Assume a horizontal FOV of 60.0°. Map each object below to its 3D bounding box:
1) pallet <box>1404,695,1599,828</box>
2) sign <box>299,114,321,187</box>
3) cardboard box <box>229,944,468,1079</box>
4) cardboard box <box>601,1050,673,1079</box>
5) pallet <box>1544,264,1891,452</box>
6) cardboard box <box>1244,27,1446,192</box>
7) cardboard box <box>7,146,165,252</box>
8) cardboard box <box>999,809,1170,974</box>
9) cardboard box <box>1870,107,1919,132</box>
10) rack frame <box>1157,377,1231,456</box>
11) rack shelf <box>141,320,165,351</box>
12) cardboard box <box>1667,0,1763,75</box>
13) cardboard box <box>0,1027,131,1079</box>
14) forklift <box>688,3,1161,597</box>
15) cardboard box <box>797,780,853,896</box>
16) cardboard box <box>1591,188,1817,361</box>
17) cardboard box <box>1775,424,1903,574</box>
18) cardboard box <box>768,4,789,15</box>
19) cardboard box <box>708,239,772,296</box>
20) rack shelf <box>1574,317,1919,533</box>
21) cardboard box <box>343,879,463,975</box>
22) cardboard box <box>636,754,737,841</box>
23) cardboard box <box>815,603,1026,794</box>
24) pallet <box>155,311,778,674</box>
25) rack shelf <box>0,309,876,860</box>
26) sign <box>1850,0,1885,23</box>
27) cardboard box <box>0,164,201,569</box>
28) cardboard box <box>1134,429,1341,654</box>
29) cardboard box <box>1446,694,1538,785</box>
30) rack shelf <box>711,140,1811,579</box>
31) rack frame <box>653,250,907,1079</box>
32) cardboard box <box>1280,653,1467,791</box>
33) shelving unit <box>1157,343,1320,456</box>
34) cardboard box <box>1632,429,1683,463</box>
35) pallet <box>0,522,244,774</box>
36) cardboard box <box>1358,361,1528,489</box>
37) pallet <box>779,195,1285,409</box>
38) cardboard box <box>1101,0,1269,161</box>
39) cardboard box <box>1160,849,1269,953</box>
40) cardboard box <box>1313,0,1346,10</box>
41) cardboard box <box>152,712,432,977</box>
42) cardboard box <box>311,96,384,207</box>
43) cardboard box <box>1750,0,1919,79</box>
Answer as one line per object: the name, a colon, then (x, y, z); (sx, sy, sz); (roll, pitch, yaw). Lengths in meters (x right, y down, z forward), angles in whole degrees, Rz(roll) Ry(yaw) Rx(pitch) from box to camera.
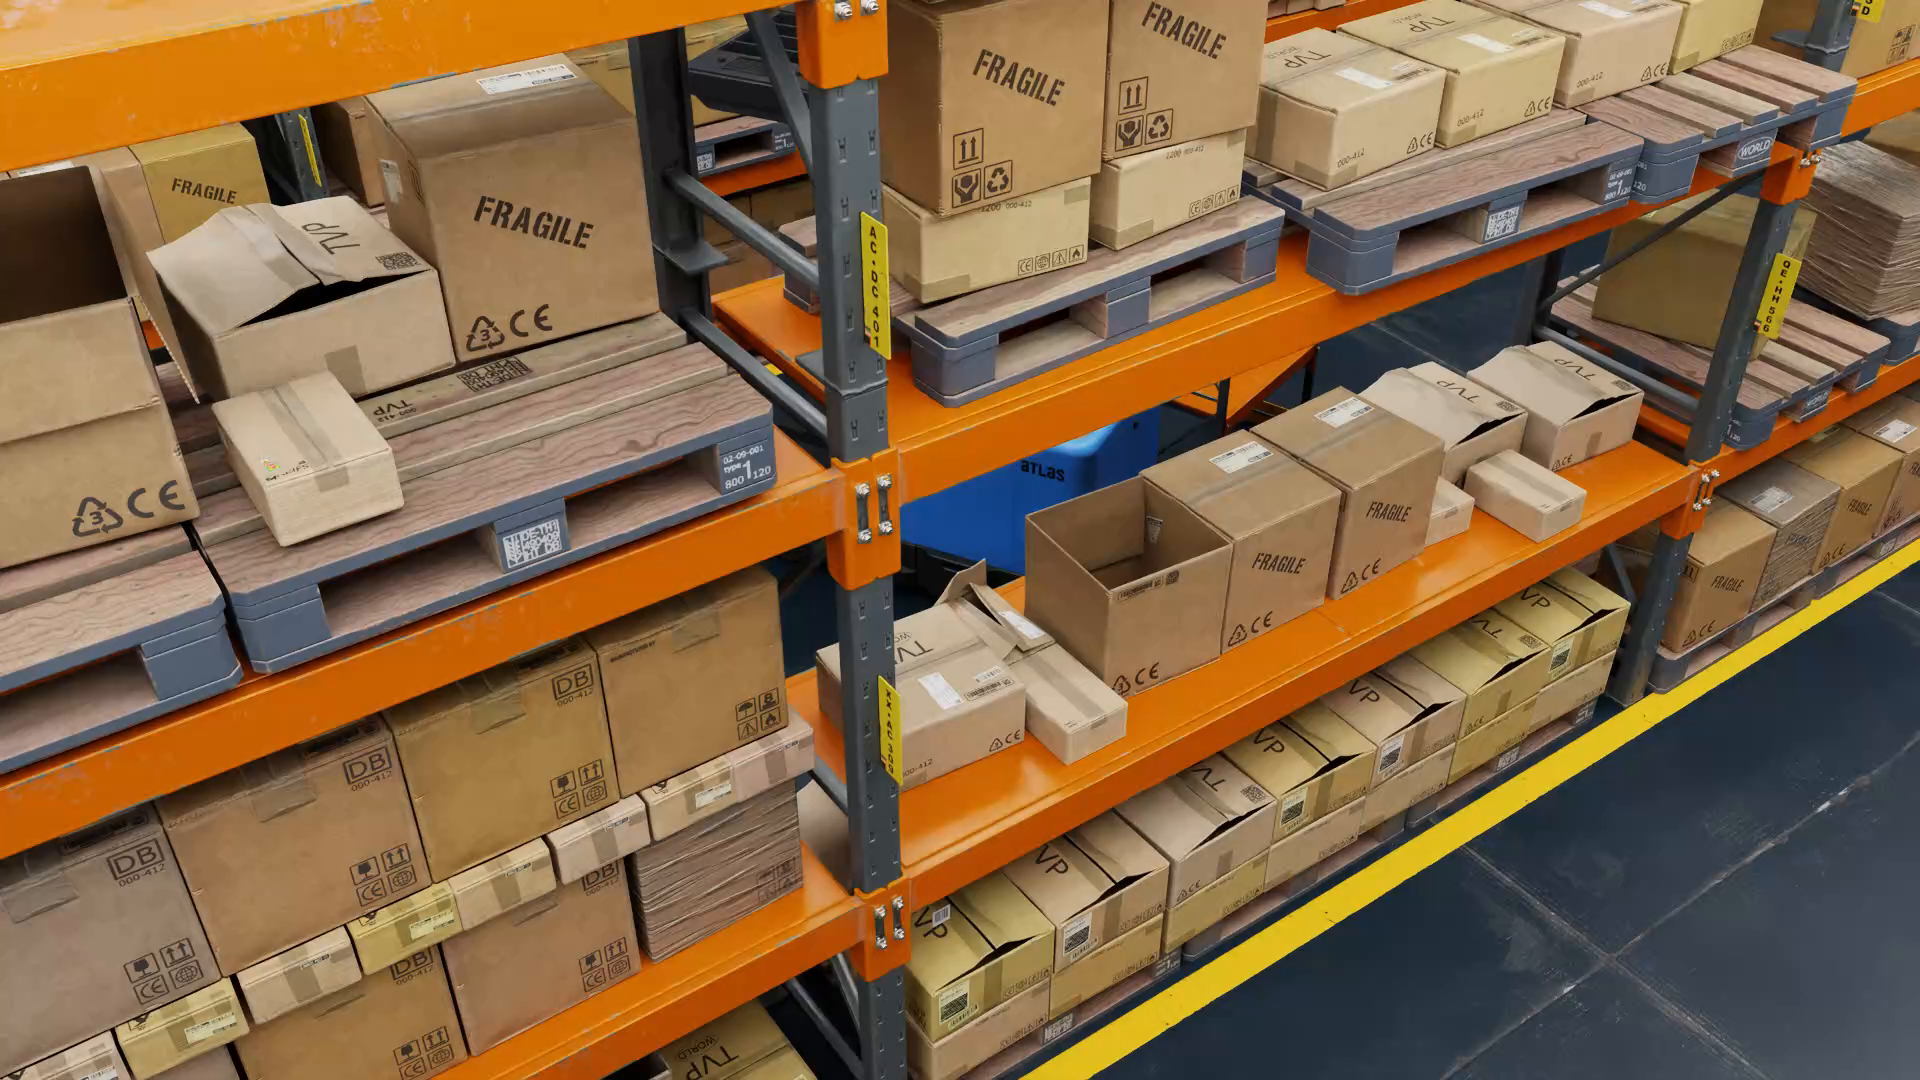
pallet: (2.067, 0.678, 7.439); (1.213, 0.211, 1.003); (-22, 41, -28)
sign: (-3.046, -1.824, 7.790); (0.005, 0.325, 0.100); (-22, 41, -28)
cardboard box: (-1.706, 1.093, 4.390); (0.500, 0.500, 0.700); (-22, 41, -27)
cardboard box: (-1.176, 1.698, 4.987); (0.500, 0.500, 0.500); (-22, 41, -28)
pallet: (3.276, -0.895, 7.404); (1.003, 0.211, 1.213); (-22, 41, -28)
cardboard box: (1.090, -1.308, 5.012); (0.500, 0.250, 0.500); (-26, 43, -32)
cardboard box: (-3.977, -1.504, 7.554); (0.500, 0.500, 0.500); (-23, 41, -28)
cardboard box: (0.386, 1.166, 5.889); (0.500, 0.311, 0.500); (-23, 42, -28)
cardboard box: (4.990, -1.954, 8.266); (0.500, 0.500, 0.700); (-16, 39, -21)
rack frame: (1.115, -0.756, 8.330); (0.500, 1.500, 0.032); (24, 42, 29)
rack shelf: (-4.999, -0.765, 7.674); (4.000, 0.370, 1.077); (-22, 41, -28)
cardboard box: (2.424, -1.860, 5.780); (0.500, 0.250, 0.500); (-26, 43, -31)
cardboard box: (-2.076, 1.129, 3.783); (0.250, 0.149, 0.380); (-22, 41, -27)
forklift: (-0.561, -1.349, 7.929); (3.031, 2.935, 1.130); (16, 39, 21)
cardboard box: (-0.342, 1.079, 6.010); (0.500, 0.311, 0.500); (-22, 41, -28)
cardboard box: (3.212, -1.189, 7.202); (0.700, 0.500, 0.500); (23, 41, 28)
cardboard box: (4.136, -0.237, 8.089); (0.500, 0.500, 0.500); (-23, 42, -28)
cardboard box: (-0.914, -2.930, 9.606); (0.500, 0.500, 0.700); (-27, 43, -32)
cardboard box: (-1.531, -1.673, 10.085); (0.500, 0.500, 0.700); (-23, 41, -28)
rack shelf: (4.397, -1.093, 8.130); (4.000, 0.370, 1.077); (-22, 41, -28)
cardboard box: (-1.439, 0.865, 4.151); (0.250, 0.149, 0.380); (-23, 41, -28)
cardboard box: (-0.810, 0.606, 4.511); (0.250, 0.149, 0.380); (-23, 42, -29)
cardboard box: (-0.130, 0.508, 5.416); (0.500, 0.250, 0.500); (-20, 40, -25)
pallet: (-1.190, -0.249, 3.847); (1.213, 0.211, 1.003); (-22, 41, -28)
rack shelf: (-2.142, 0.381, 3.512); (4.000, 0.370, 1.077); (-22, 41, -28)
sign: (3.075, -1.904, 5.562); (0.005, 0.325, 0.100); (-22, 41, -28)
cardboard box: (-1.926, -0.360, 3.357); (0.637, 0.503, 0.797); (-18, 39, -23)
cardboard box: (0.970, -0.003, 5.913); (0.500, 0.500, 0.500); (-22, 41, -28)
cardboard box: (2.053, 0.702, 7.013); (0.500, 0.250, 0.500); (-23, 42, -28)
rack shelf: (1.127, -0.965, 5.383); (4.000, 0.370, 1.077); (-22, 41, -28)
rack frame: (-0.508, 0.634, 5.113); (0.127, 3.000, 1.000); (-22, 41, -28)
cardboard box: (1.640, 0.646, 6.611); (0.500, 0.311, 0.500); (-23, 41, -28)
shelving unit: (1.424, -0.998, 8.666); (0.587, 1.500, 1.083); (24, 42, 29)
cardboard box: (3.435, -0.628, 7.989); (0.500, 0.250, 0.500); (-21, 41, -26)
pallet: (-2.186, 0.159, 3.280); (1.213, 0.211, 1.003); (-22, 41, -28)
cardboard box: (1.919, -0.467, 6.720); (0.500, 0.311, 0.500); (-23, 42, -28)
pallet: (0.206, -0.809, 4.715); (1.217, 0.209, 0.805); (-24, 42, -30)
cardboard box: (0.471, -1.389, 4.484); (0.500, 0.500, 0.500); (-18, 40, -24)
cardboard box: (0.805, 1.215, 6.300); (0.500, 0.250, 0.500); (-24, 42, -29)
cardboard box: (2.449, -3.799, 11.474); (0.250, 0.149, 0.380); (-22, 41, -28)
cardboard box: (-1.689, 0.557, 4.023); (0.500, 0.500, 0.700); (-22, 41, -28)
cardboard box: (-2.929, -2.104, 8.457); (0.500, 0.500, 0.700); (-22, 41, -28)
cardboard box: (3.099, -2.133, 6.306); (0.500, 0.500, 0.910); (-22, 41, -28)
